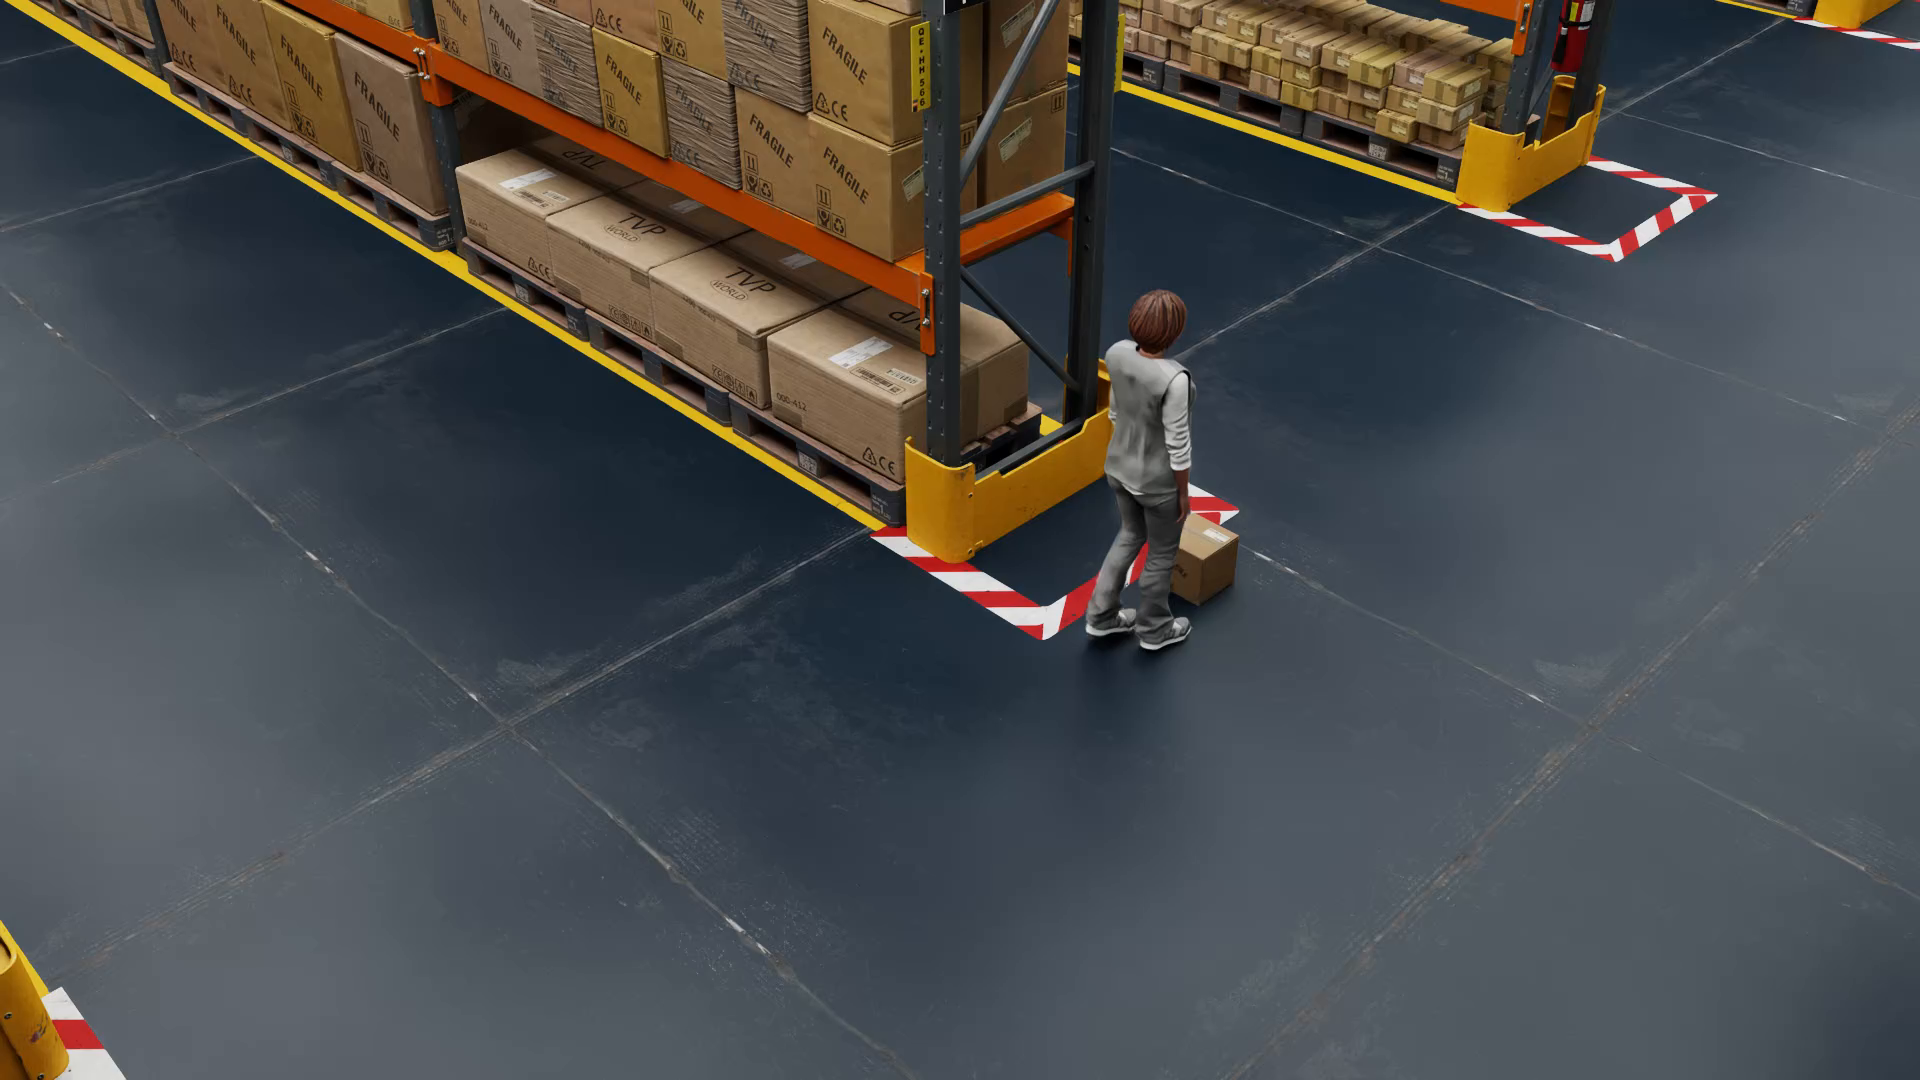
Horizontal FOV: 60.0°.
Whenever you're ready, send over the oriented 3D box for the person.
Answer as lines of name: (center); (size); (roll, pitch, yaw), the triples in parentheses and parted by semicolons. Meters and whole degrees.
person: (0.732, -0.244, 6.474); (0.439, 1.607, 0.428); (-27, 44, -32)
